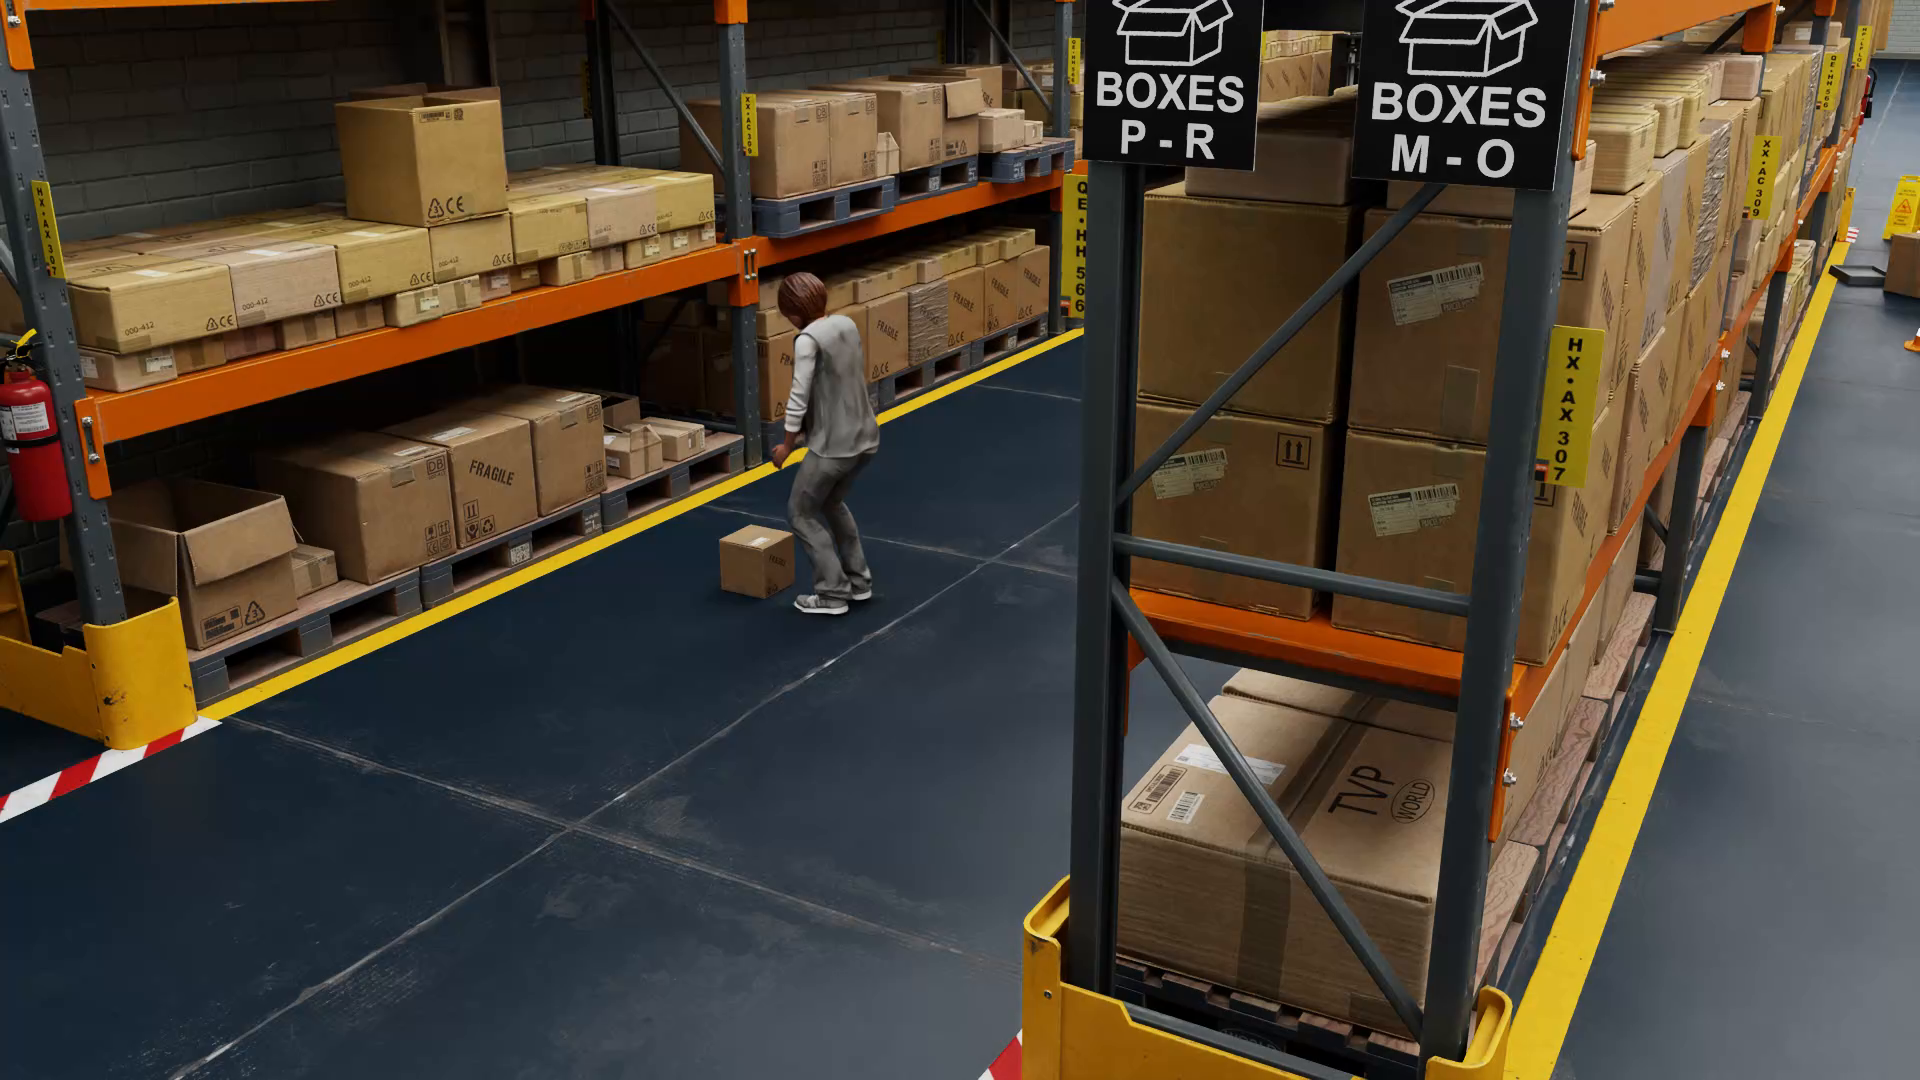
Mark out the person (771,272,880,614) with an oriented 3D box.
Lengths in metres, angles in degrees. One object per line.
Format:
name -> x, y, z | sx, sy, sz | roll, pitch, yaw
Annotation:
person -> -0.592, -0.404, 7.357 | 0.437, 1.511, 0.437 | 11, 23, 29
